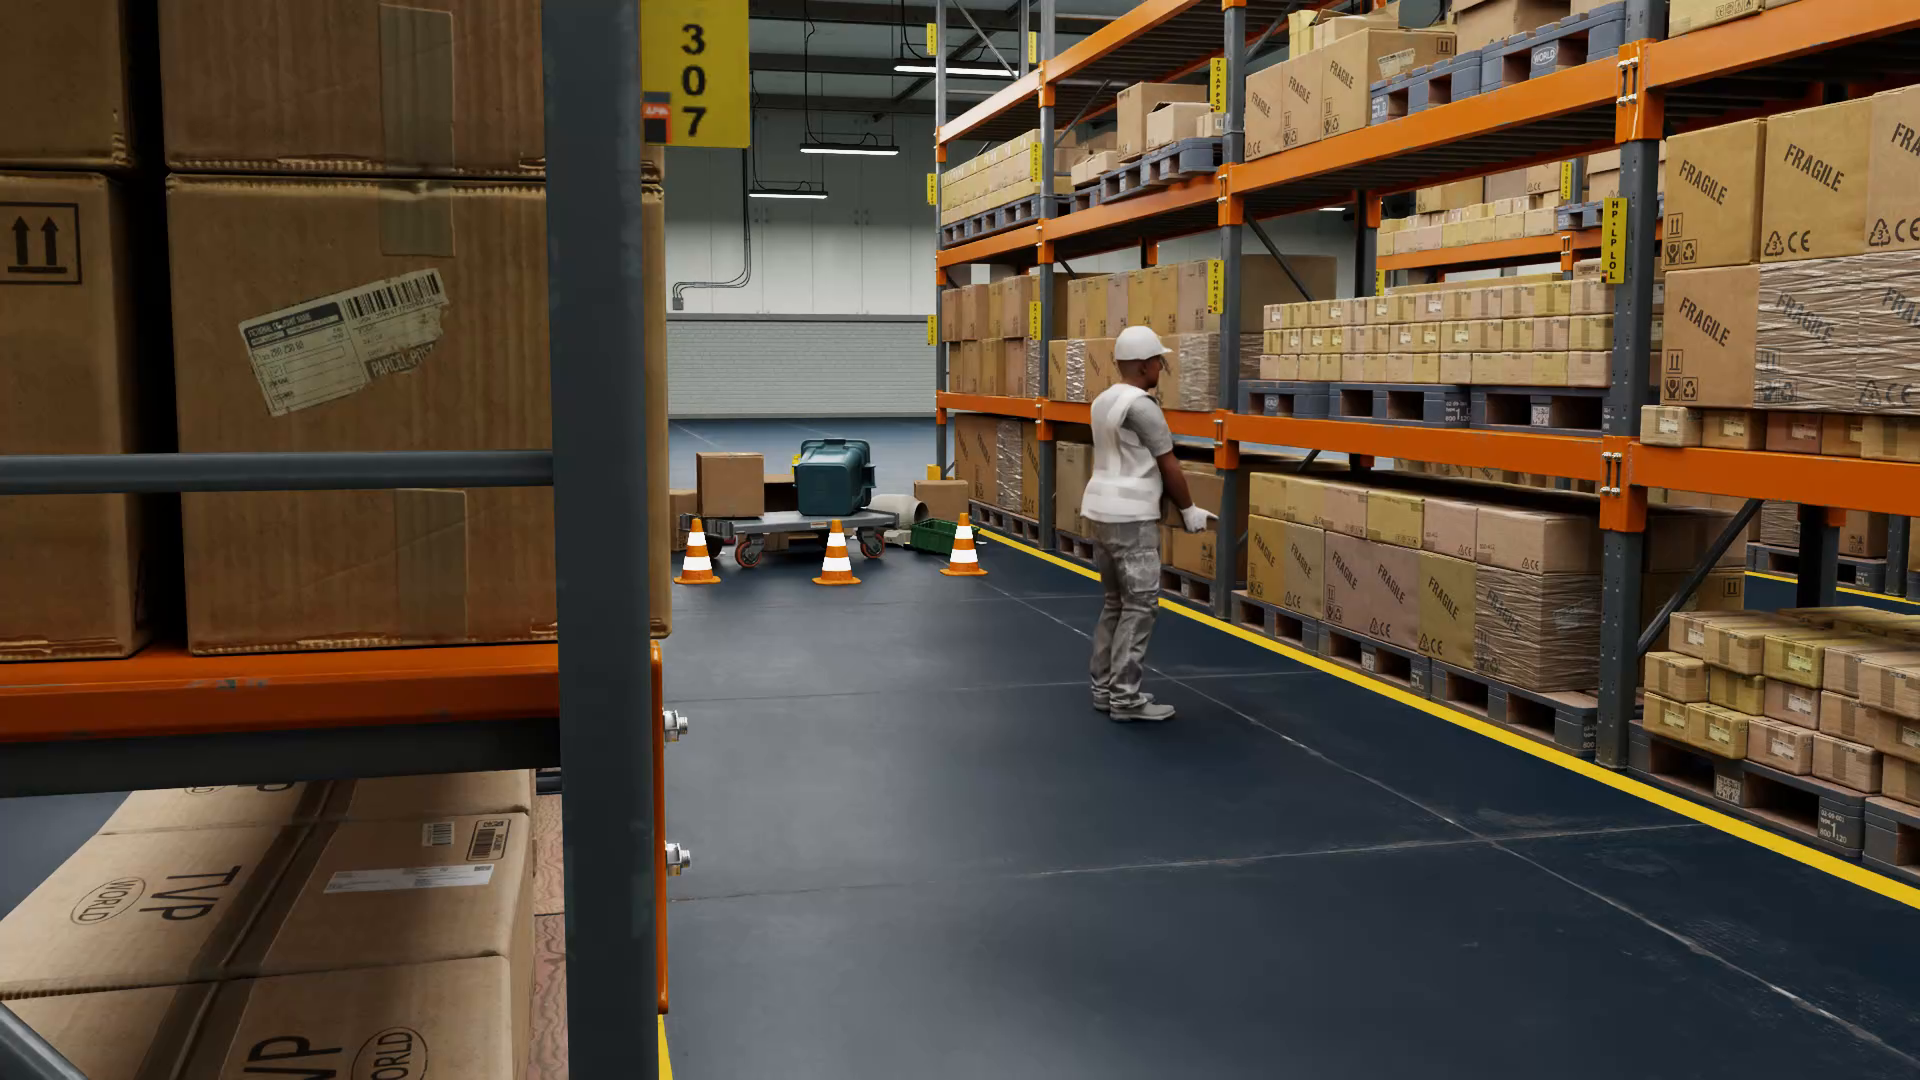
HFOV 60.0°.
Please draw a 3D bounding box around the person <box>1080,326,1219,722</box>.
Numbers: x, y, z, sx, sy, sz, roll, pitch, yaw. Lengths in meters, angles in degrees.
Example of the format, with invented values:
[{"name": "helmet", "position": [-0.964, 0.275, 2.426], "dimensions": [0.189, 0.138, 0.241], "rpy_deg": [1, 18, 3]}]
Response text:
[{"name": "person", "position": [0.855, -0.085, 7.622], "dimensions": [0.587, 1.778, 0.491], "rpy_deg": [-2, 6, -15]}]
